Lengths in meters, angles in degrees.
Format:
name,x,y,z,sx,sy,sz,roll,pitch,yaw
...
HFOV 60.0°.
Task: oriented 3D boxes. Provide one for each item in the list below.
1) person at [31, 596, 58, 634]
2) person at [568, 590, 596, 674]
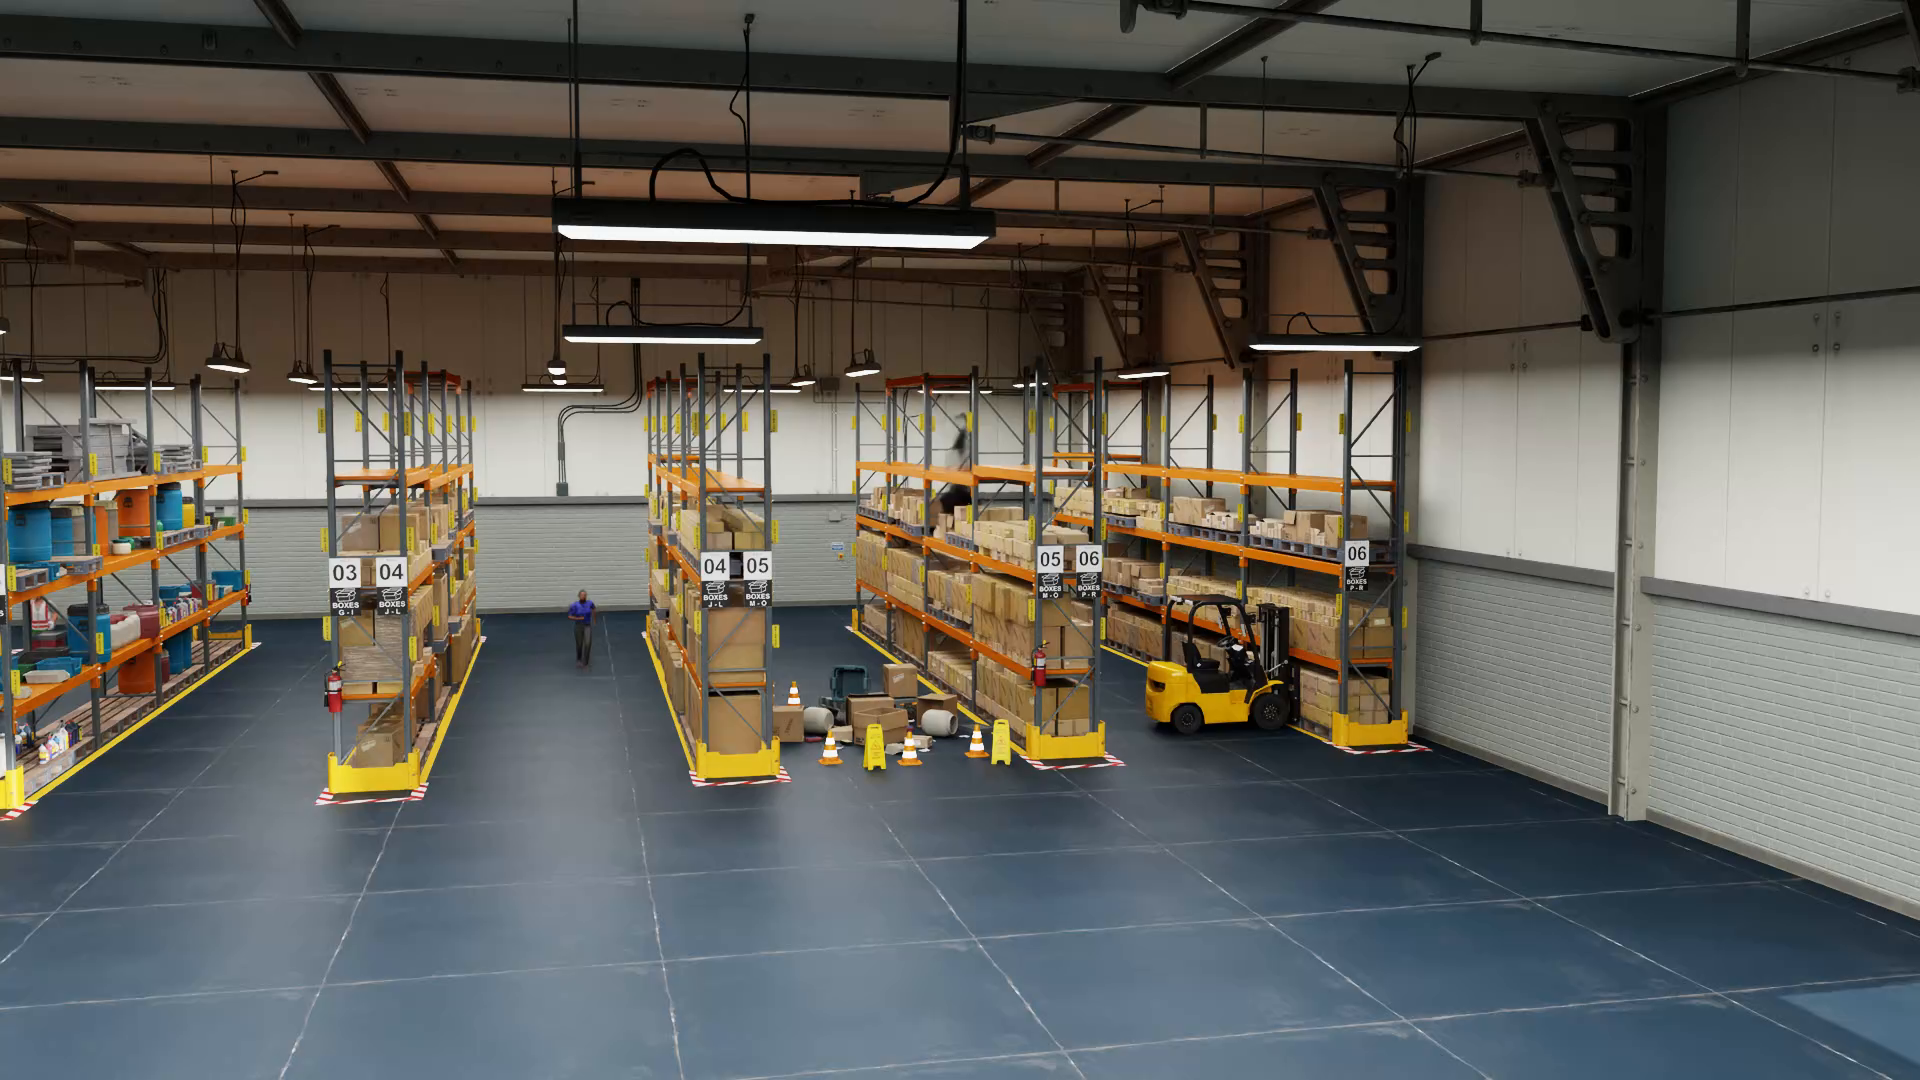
name,x,y,z,sx,sy,sz,roll,pitch,yaw
person,-18.470,1.804,33.391,0.631,1.740,0.580,-1,4,-20
person,-7.662,1.840,33.733,0.600,1.693,0.918,-2,4,-24
